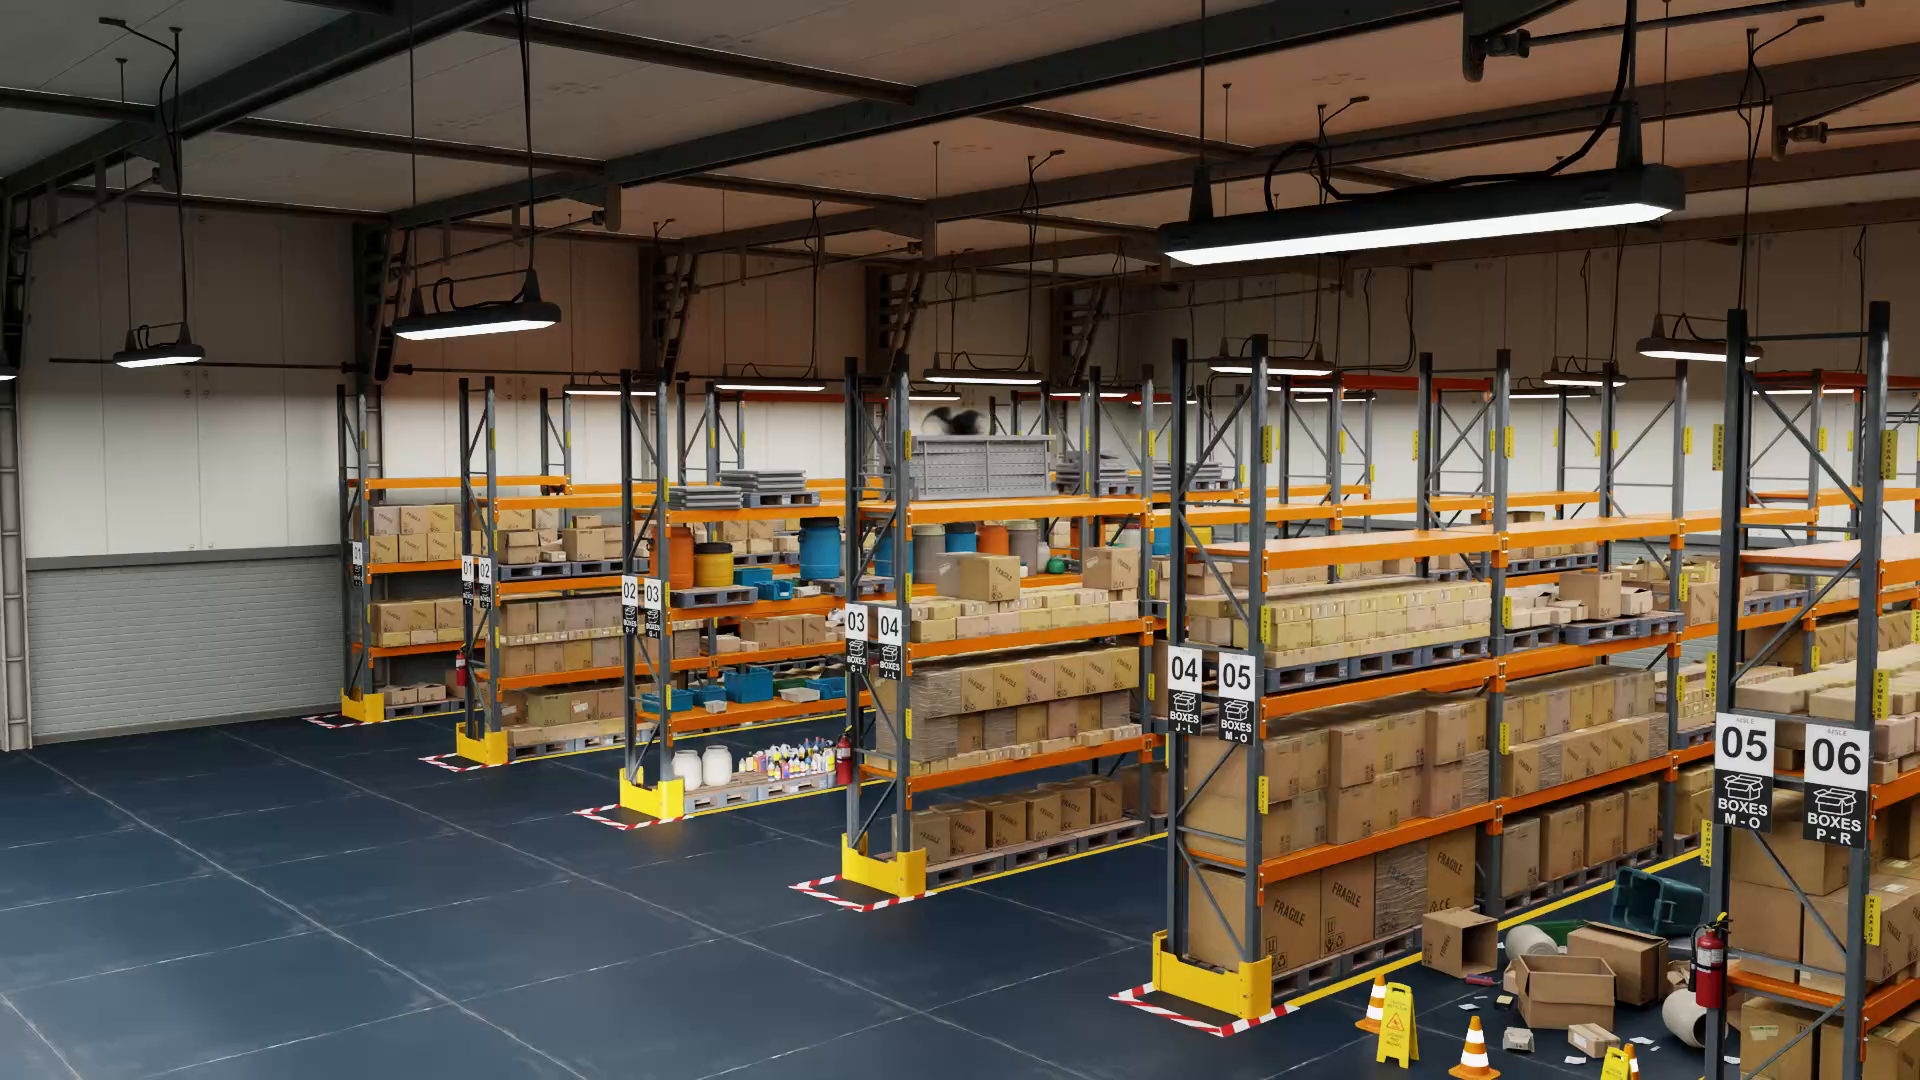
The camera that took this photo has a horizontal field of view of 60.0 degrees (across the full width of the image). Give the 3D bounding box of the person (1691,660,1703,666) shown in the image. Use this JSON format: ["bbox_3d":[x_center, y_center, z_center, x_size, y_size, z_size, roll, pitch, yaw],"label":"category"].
[{"bbox_3d":[11.341,2.664,25.640,0.542,1.637,0.565,-2,4,-32],"label":"person"}]

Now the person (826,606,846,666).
[{"bbox_3d":[-2.617,2.033,34.574,0.569,1.730,0.653,-4,5,-43],"label":"person"}]

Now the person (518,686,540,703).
[{"bbox_3d":[-7.273,2.485,28.360,0.603,1.668,0.785,3,5,42],"label":"person"}]
